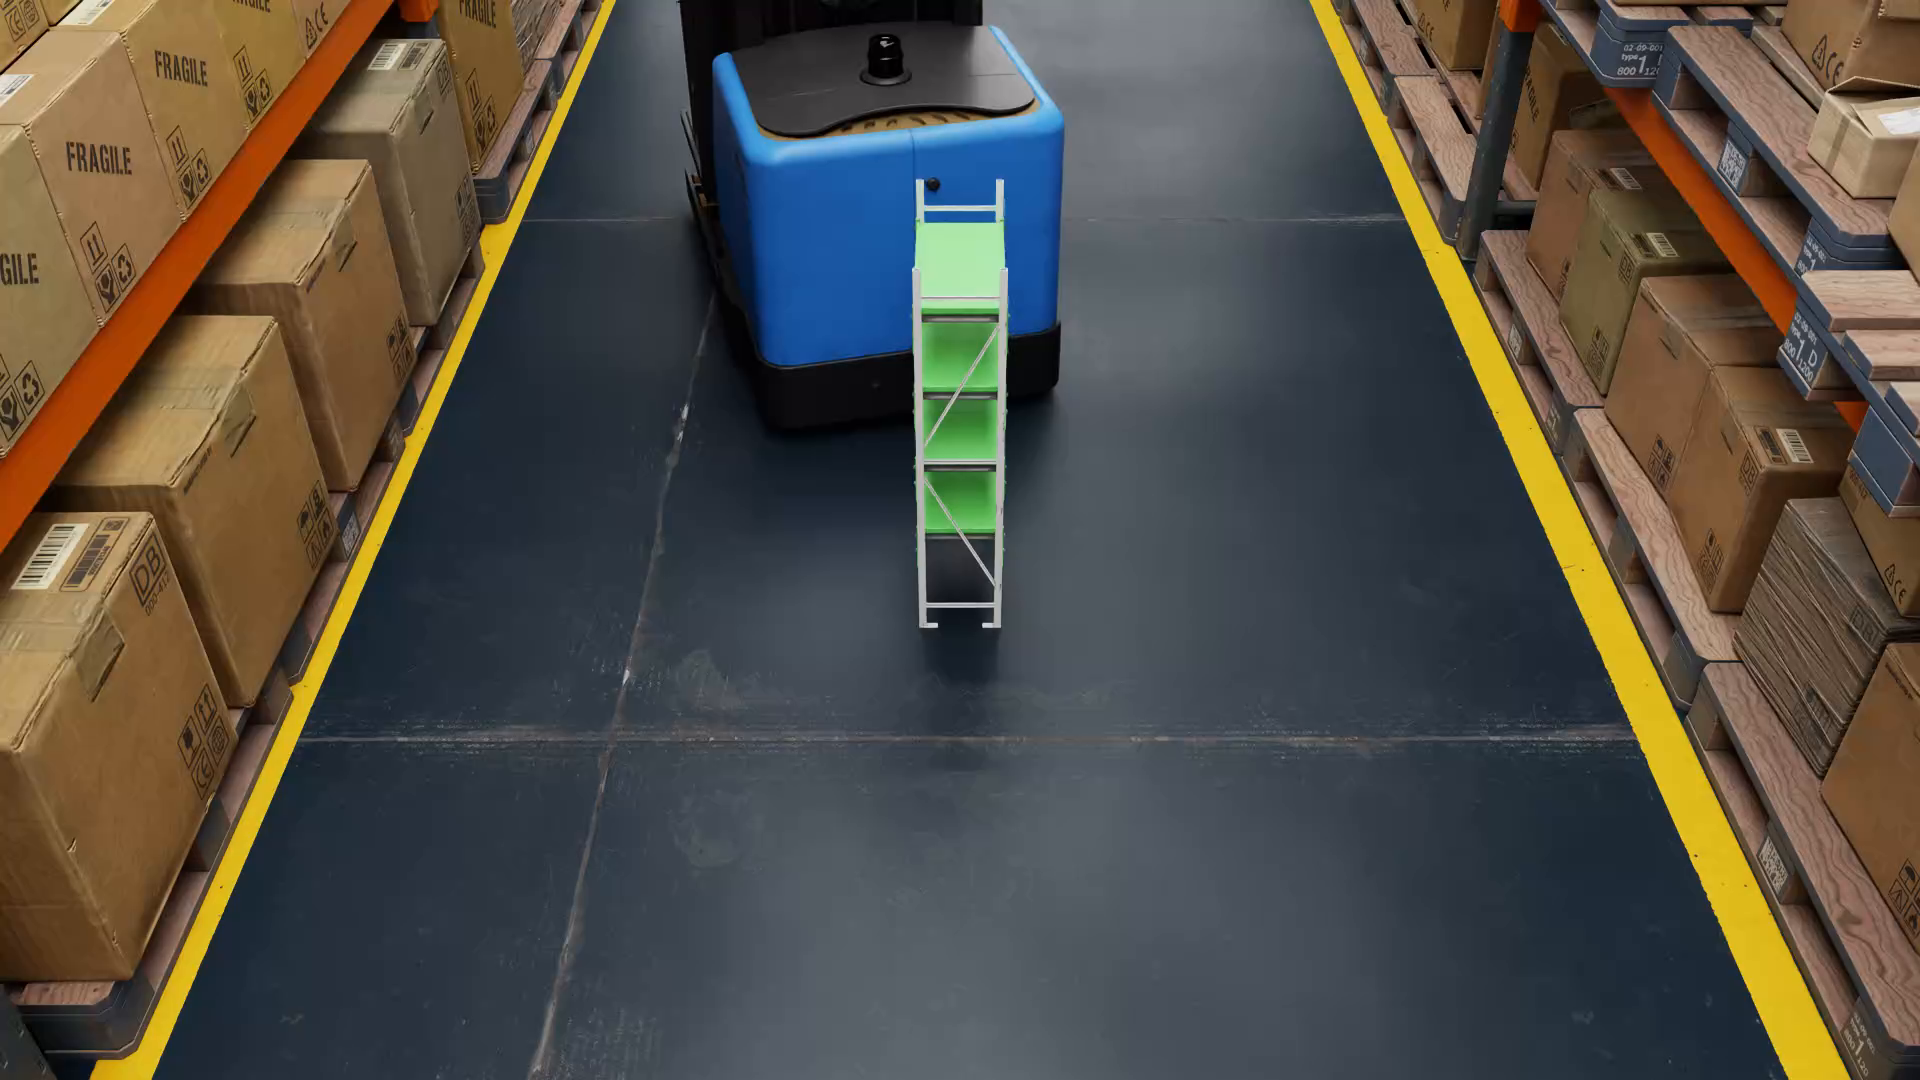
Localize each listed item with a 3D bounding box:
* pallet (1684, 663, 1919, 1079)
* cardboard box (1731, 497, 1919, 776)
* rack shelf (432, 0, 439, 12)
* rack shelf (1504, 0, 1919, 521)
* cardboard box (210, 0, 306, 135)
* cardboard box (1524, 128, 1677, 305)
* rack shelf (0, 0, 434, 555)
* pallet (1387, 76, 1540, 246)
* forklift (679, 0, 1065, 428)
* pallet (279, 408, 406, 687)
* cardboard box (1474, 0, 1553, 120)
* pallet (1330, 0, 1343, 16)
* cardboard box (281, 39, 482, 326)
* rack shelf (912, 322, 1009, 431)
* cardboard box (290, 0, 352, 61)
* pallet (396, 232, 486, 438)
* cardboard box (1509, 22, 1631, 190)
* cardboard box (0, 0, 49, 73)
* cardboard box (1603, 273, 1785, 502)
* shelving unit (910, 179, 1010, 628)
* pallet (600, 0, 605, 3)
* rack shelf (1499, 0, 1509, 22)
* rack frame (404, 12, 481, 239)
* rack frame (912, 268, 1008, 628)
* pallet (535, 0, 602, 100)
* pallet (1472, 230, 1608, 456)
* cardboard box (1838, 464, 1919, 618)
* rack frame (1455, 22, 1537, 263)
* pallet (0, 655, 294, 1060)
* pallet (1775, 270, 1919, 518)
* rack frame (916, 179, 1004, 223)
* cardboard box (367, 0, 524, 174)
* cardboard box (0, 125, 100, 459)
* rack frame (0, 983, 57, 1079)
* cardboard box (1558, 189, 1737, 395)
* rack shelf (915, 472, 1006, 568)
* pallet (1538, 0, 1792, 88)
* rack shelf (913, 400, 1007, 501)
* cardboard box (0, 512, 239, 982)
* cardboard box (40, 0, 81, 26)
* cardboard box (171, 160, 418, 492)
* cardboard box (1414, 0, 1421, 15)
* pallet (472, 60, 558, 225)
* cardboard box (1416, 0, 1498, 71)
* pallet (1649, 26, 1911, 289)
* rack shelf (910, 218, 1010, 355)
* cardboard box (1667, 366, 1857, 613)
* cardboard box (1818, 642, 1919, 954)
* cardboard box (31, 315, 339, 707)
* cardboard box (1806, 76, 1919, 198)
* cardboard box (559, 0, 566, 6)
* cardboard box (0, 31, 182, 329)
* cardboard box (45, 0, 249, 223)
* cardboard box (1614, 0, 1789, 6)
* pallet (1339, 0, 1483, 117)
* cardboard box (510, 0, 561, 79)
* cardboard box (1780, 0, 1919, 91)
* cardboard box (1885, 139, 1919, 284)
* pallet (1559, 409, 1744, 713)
[{"bbox_3d":[2.506,0.787,4.099,1.003,0.211,1.213,0,39,0],"label":"pallet"},{"bbox_3d":[2.472,0.225,4.217,0.700,0.500,0.500,-3,39,-4],"label":"cardboard box"},{"bbox_3d":[-2.461,-3.344,7.599,1.077,0.370,4.000,0,39,0],"label":"rack shelf"},{"bbox_3d":[2.504,-0.783,4.403,1.077,0.370,4.000,0,39,0],"label":"rack shelf"},{"bbox_3d":[-2.190,-1.455,4.587,0.500,0.500,0.500,0,39,0],"label":"cardboard box"},{"bbox_3d":[2.481,-1.126,5.904,0.700,0.500,0.500,-3,39,-4],"label":"cardboard box"},{"bbox_3d":[-2.456,-0.842,4.478,1.077,0.370,4.000,0,39,0],"label":"rack shelf"},{"bbox_3d":[2.465,-1.646,7.135,1.003,0.211,1.213,0,39,0],"label":"pallet"},{"bbox_3d":[-0.518,-2.447,5.959,1.130,2.935,3.031,-9,40,-11],"label":"forklift"},{"bbox_3d":[-2.378,-0.038,5.129,1.003,0.211,1.213,0,39,0],"label":"pallet"},{"bbox_3d":[2.533,-2.111,7.149,0.500,0.500,0.500,12,40,14],"label":"cardboard box"},{"bbox_3d":[2.462,-3.172,9.039,1.003,0.211,1.213,0,39,0],"label":"pallet"},{"bbox_3d":[-2.368,-1.272,5.901,1.050,0.750,0.750,0,39,0],"label":"cardboard box"},{"bbox_3d":[0.000,-0.502,4.635,0.258,0.148,0.480,0,39,0],"label":"rack shelf"},{"bbox_3d":[-2.190,-1.771,4.981,0.500,0.500,0.500,0,39,-1],"label":"cardboard box"},{"bbox_3d":[-2.383,-0.803,6.083,1.003,0.211,1.213,0,39,0],"label":"pallet"},{"bbox_3d":[2.541,-1.753,6.702,0.500,0.500,0.500,-1,39,-1],"label":"cardboard box"},{"bbox_3d":[-2.449,-1.219,3.493,0.700,0.500,0.500,-1,39,-1],"label":"cardboard box"},{"bbox_3d":[2.463,-0.478,5.095,0.700,0.500,0.500,-3,39,-4],"label":"cardboard box"},{"bbox_3d":[0.000,-0.365,4.746,0.258,1.200,0.503,0,39,0],"label":"shelving unit"},{"bbox_3d":[-2.384,-3.287,9.183,1.003,0.211,1.213,0,39,0],"label":"pallet"},{"bbox_3d":[2.499,-3.284,7.525,1.077,0.370,4.000,0,39,0],"label":"rack shelf"},{"bbox_3d":[-2.459,-2.374,5.813,1.000,3.000,0.127,0,39,0],"label":"rack frame"},{"bbox_3d":[0.000,-0.212,4.555,0.240,1.200,0.015,0,39,0],"label":"rack frame"},{"bbox_3d":[-2.386,-2.526,8.233,1.003,0.211,1.213,0,39,0],"label":"pallet"},{"bbox_3d":[2.504,-0.739,6.004,1.003,0.211,1.213,0,39,0],"label":"pallet"},{"bbox_3d":[2.464,-0.052,3.964,0.500,0.250,0.500,4,39,5],"label":"cardboard box"},{"bbox_3d":[2.501,-2.314,5.739,1.000,3.000,0.127,0,39,0],"label":"rack frame"},{"bbox_3d":[-2.380,0.723,4.179,1.003,0.211,1.213,0,39,0],"label":"pallet"},{"bbox_3d":[2.399,-0.183,3.234,1.213,0.211,1.003,0,39,0],"label":"pallet"},{"bbox_3d":[0.000,-0.517,4.936,0.240,1.200,0.015,0,39,0],"label":"rack frame"},{"bbox_3d":[-2.390,-2.102,6.837,0.875,0.875,0.875,1,39,1],"label":"cardboard box"},{"bbox_3d":[-2.188,-0.510,3.408,0.500,0.500,0.500,0,39,0],"label":"cardboard box"},{"bbox_3d":[-2.451,0.128,2.692,0.949,2.616,0.053,0,39,0],"label":"rack frame"},{"bbox_3d":[2.462,-0.828,5.532,0.700,0.500,0.500,0,39,0],"label":"cardboard box"},{"bbox_3d":[0.000,-0.128,4.936,0.258,0.148,0.480,0,39,0],"label":"rack shelf"},{"bbox_3d":[2.357,-1.761,5.202,1.003,0.211,1.213,0,39,0],"label":"pallet"},{"bbox_3d":[0.000,-0.315,4.786,0.258,0.148,0.480,0,39,0],"label":"rack shelf"},{"bbox_3d":[-2.365,0.461,3.740,1.050,0.750,0.750,-1,39,-1],"label":"cardboard box"},{"bbox_3d":[-2.450,-1.539,3.892,0.700,0.500,0.500,0,39,0],"label":"cardboard box"},{"bbox_3d":[-2.371,-0.668,5.149,1.050,0.750,0.750,0,39,0],"label":"cardboard box"},{"bbox_3d":[2.497,-2.848,8.069,0.500,0.500,0.500,3,39,4],"label":"cardboard box"},{"bbox_3d":[-2.381,-1.761,7.279,1.003,0.211,1.213,0,39,0],"label":"pallet"},{"bbox_3d":[2.453,-2.499,7.633,0.500,0.500,0.500,-3,39,-4],"label":"cardboard box"},{"bbox_3d":[2.463,-0.976,4.222,1.003,0.211,1.213,0,39,0],"label":"pallet"},{"bbox_3d":[0.000,-0.689,4.485,0.258,0.148,0.480,0,39,0],"label":"rack shelf"},{"bbox_3d":[2.464,-0.129,4.660,0.700,0.500,0.500,3,39,4],"label":"cardboard box"},{"bbox_3d":[2.485,0.572,3.785,0.700,0.500,0.500,-2,39,-2],"label":"cardboard box"},{"bbox_3d":[-2.369,-0.086,4.422,1.050,0.750,0.750,1,39,1],"label":"cardboard box"},{"bbox_3d":[2.234,-0.967,3.829,0.396,0.266,0.258,-1,39,-1],"label":"cardboard box"},{"bbox_3d":[-2.393,-3.236,8.252,0.875,0.875,0.875,-1,39,-1],"label":"cardboard box"},{"bbox_3d":[-2.188,-0.826,3.802,0.500,0.500,0.500,0,39,0],"label":"cardboard box"},{"bbox_3d":[-2.187,-1.137,4.190,0.500,0.500,0.500,0,39,-1],"label":"cardboard box"},{"bbox_3d":[2.362,-2.215,4.800,1.000,1.000,1.000,0,39,0],"label":"cardboard box"},{"bbox_3d":[2.461,-2.411,8.090,1.003,0.211,1.213,0,39,0],"label":"pallet"},{"bbox_3d":[-2.394,-2.666,7.541,0.875,0.875,0.875,0,39,0],"label":"cardboard box"},{"bbox_3d":[2.596,-1.434,4.223,0.797,0.503,0.637,4,39,5],"label":"cardboard box"},{"bbox_3d":[2.365,-0.702,3.312,0.700,0.500,0.500,5,39,7],"label":"cardboard box"},{"bbox_3d":[2.508,0.026,5.049,1.003,0.211,1.213,0,39,0],"label":"pallet"}]
